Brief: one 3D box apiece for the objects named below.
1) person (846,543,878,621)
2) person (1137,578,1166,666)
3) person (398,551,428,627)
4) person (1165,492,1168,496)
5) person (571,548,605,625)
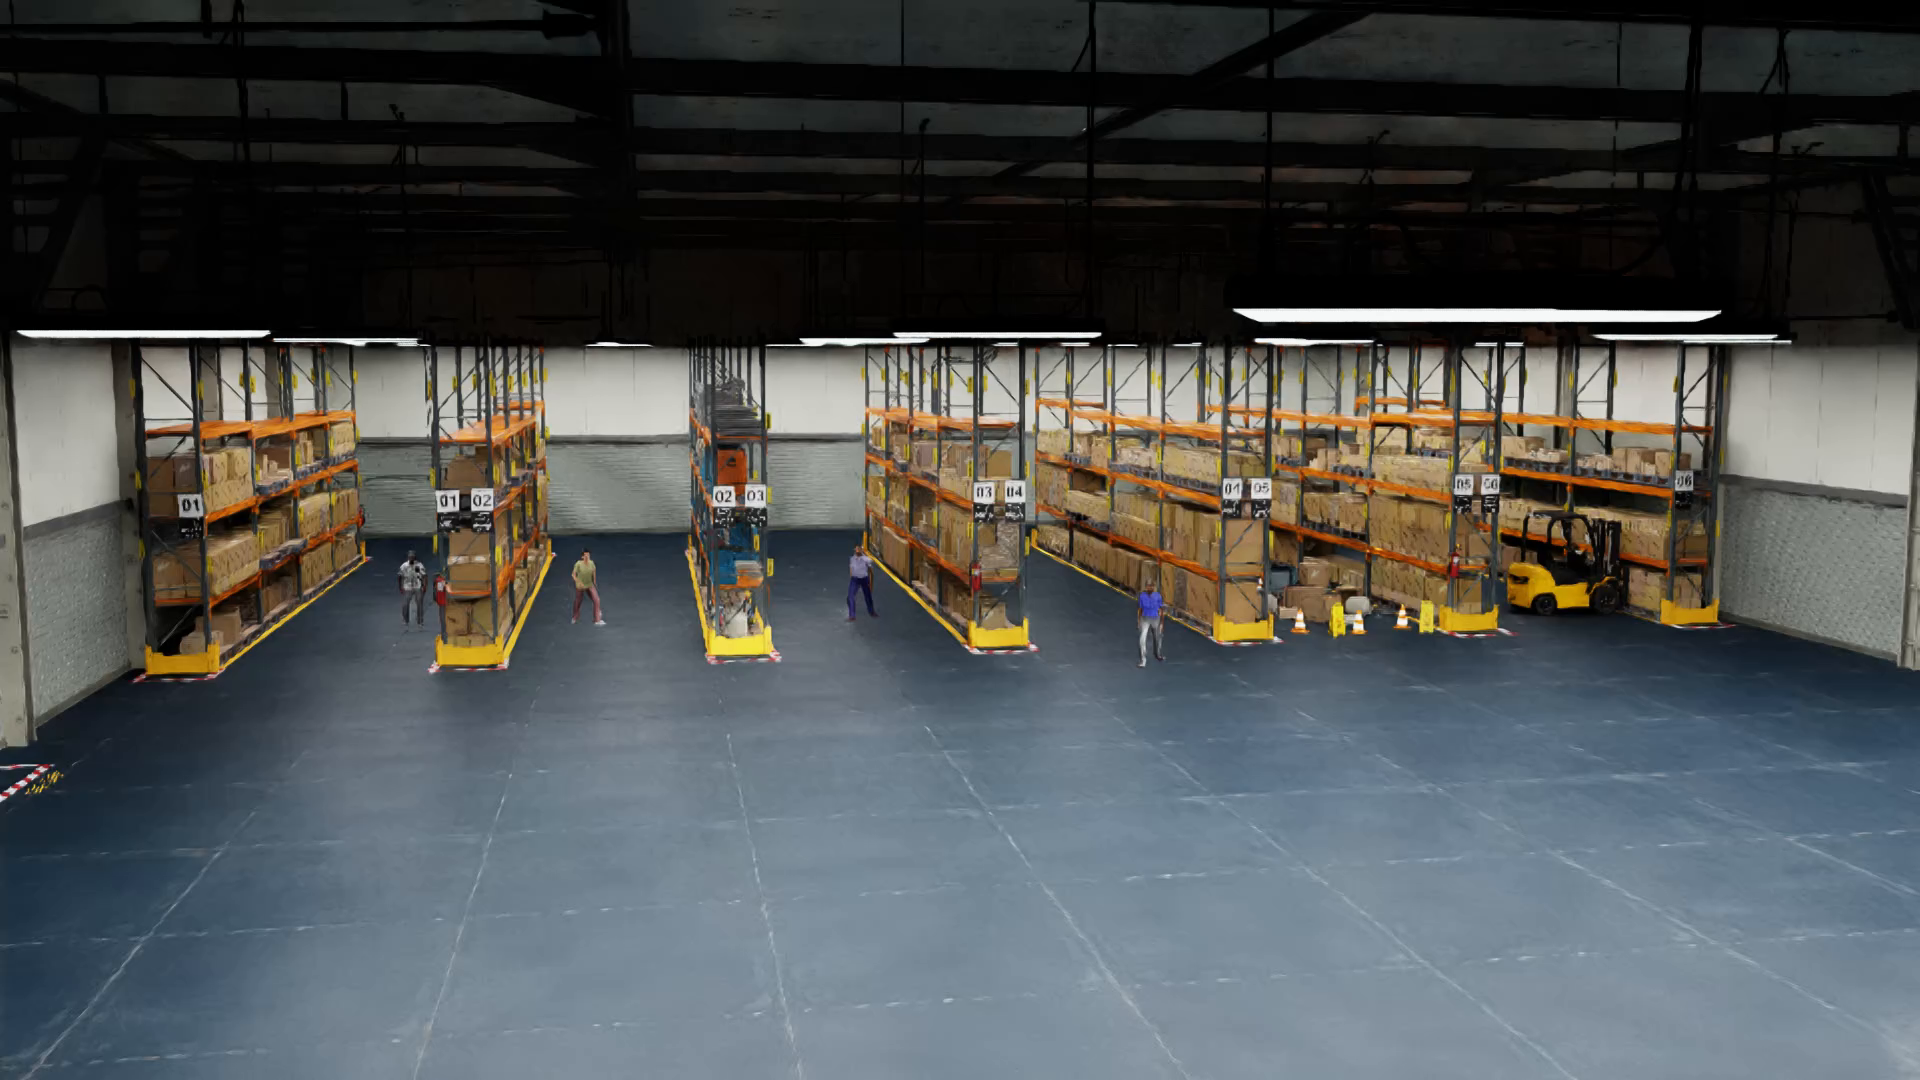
[{"bbox_3d":[-1.977,0.819,33.472,0.534,1.569,0.926,1,7,10],"label":"person"},{"bbox_3d":[3.481,1.474,30.253,0.505,1.578,0.937,1,7,10],"label":"person"},{"bbox_3d":[-11.271,1.004,34.261,0.592,1.625,0.526,-1,7,-12],"label":"person"},{"bbox_3d":[5.815,-0.546,47.350,0.574,1.665,0.591,0,7,1],"label":"person"},{"bbox_3d":[-7.793,0.958,34.589,0.611,1.603,0.813,-3,7,-28],"label":"person"}]
